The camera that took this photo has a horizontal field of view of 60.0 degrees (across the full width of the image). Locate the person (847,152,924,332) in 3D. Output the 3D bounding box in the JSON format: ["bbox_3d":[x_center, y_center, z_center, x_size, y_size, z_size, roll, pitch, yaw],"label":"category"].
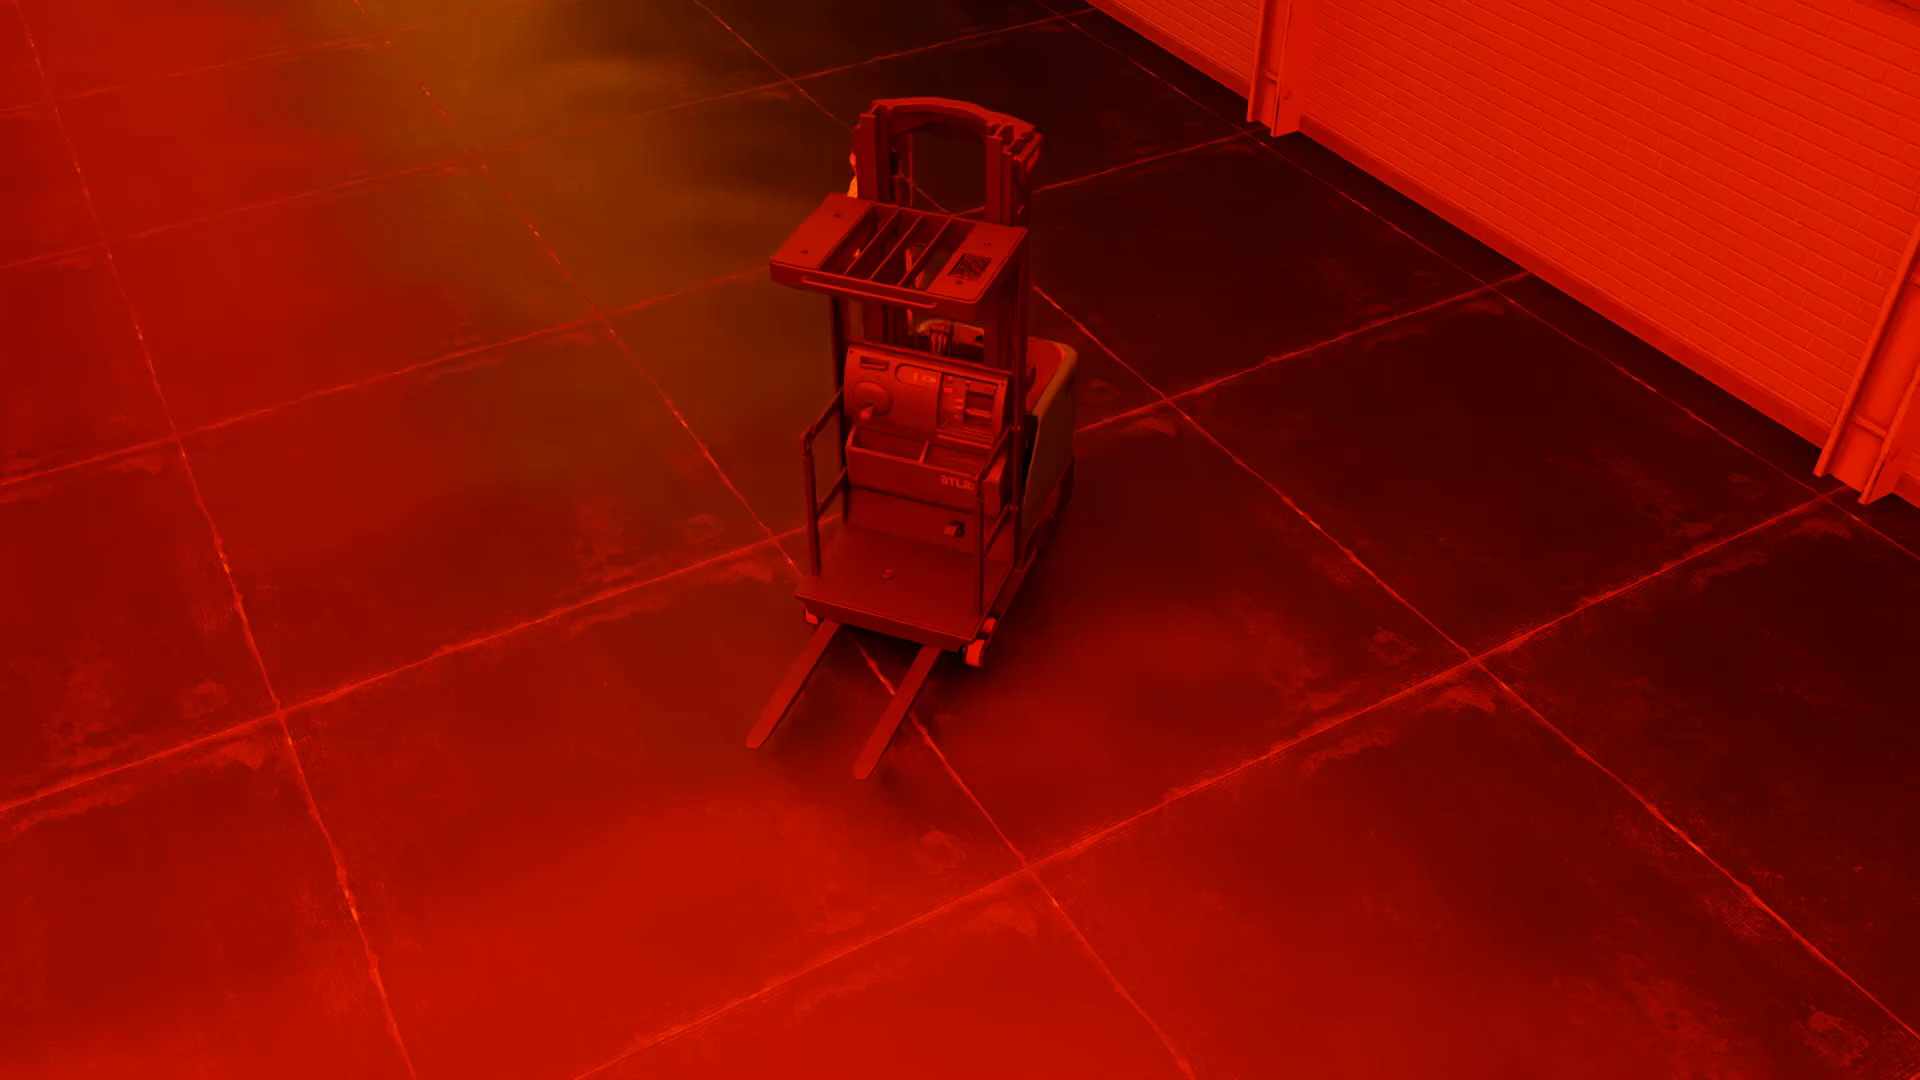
[{"bbox_3d":[-0.486,-1.980,11.473,0.573,1.582,0.700,5,40,6],"label":"person"}]

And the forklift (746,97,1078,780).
[{"bbox_3d":[-0.267,-0.709,8.891,1.130,2.935,3.031,14,42,16],"label":"forklift"}]
